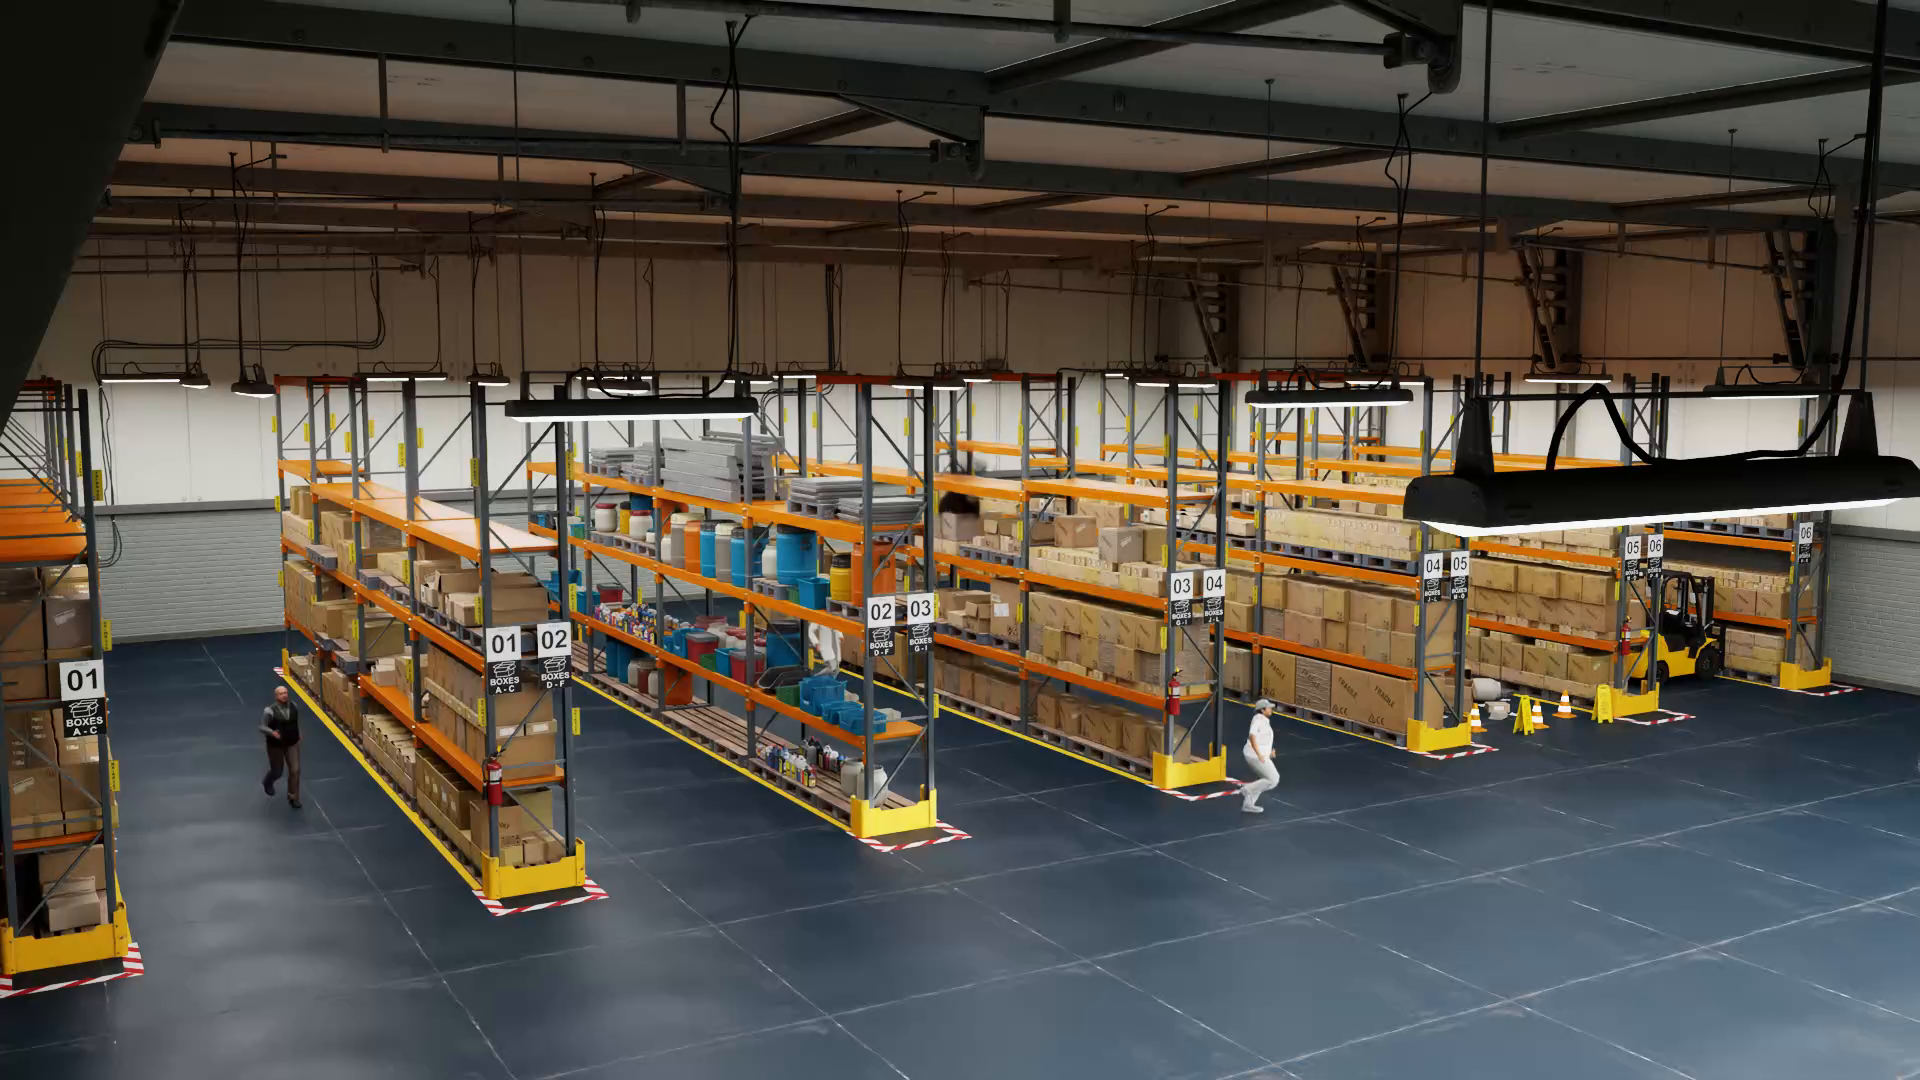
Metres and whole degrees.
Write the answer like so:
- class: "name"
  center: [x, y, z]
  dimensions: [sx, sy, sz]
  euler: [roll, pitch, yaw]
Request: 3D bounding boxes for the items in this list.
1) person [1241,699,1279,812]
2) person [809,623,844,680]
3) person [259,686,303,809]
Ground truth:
- class: "person"
  center: [4.173, 3.004, 23.226]
  dimensions: [0.529, 1.587, 0.579]
  euler: [0, 6, 1]
- class: "person"
  center: [-2.417, 2.058, 31.157]
  dimensions: [0.699, 1.735, 0.620]
  euler: [-5, 8, -41]
- class: "person"
  center: [-9.617, 2.903, 23.569]
  dimensions: [0.646, 1.712, 0.927]
  euler: [-6, 9, -43]
